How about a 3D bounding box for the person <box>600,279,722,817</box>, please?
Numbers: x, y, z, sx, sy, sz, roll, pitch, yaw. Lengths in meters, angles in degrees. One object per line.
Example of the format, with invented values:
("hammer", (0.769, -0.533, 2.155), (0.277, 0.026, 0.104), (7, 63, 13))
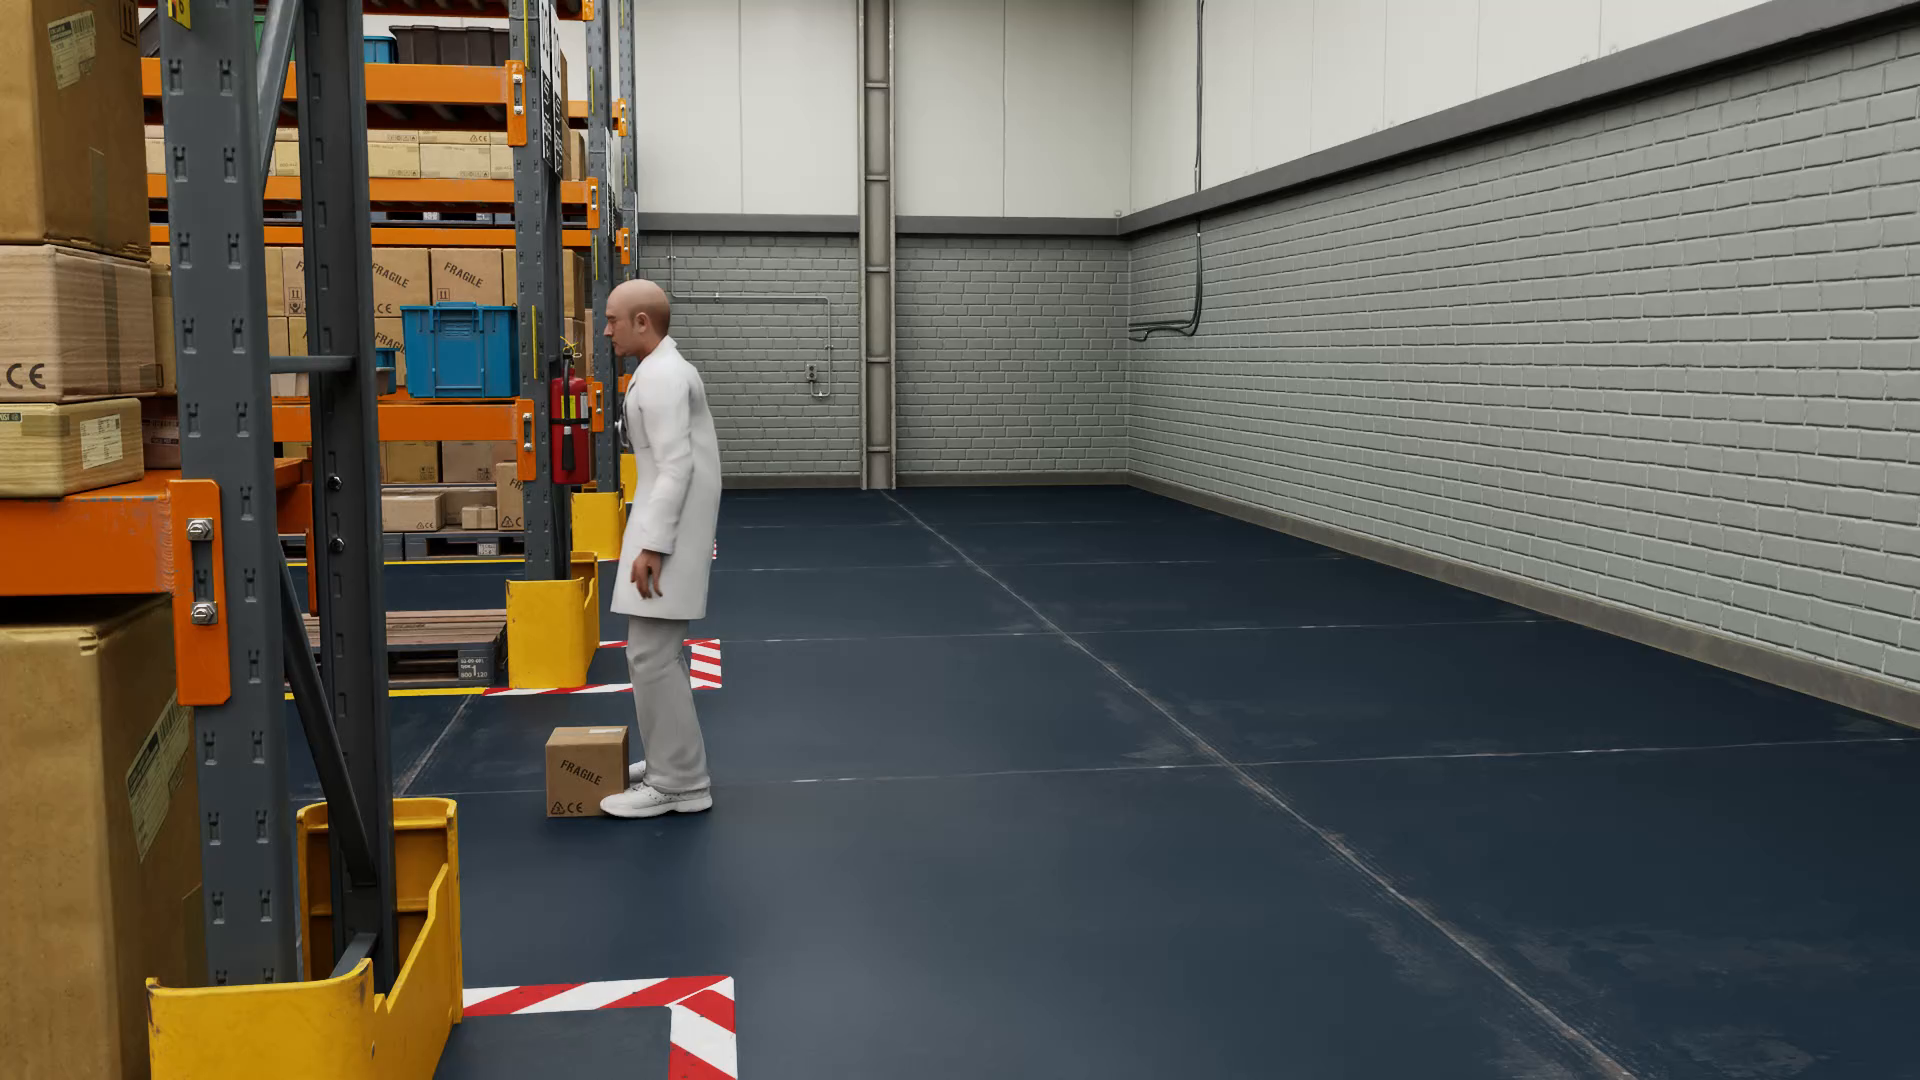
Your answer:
("person", (-1.015, 0.019, 5.605), (0.427, 1.773, 0.641), (-1, 6, -9))
